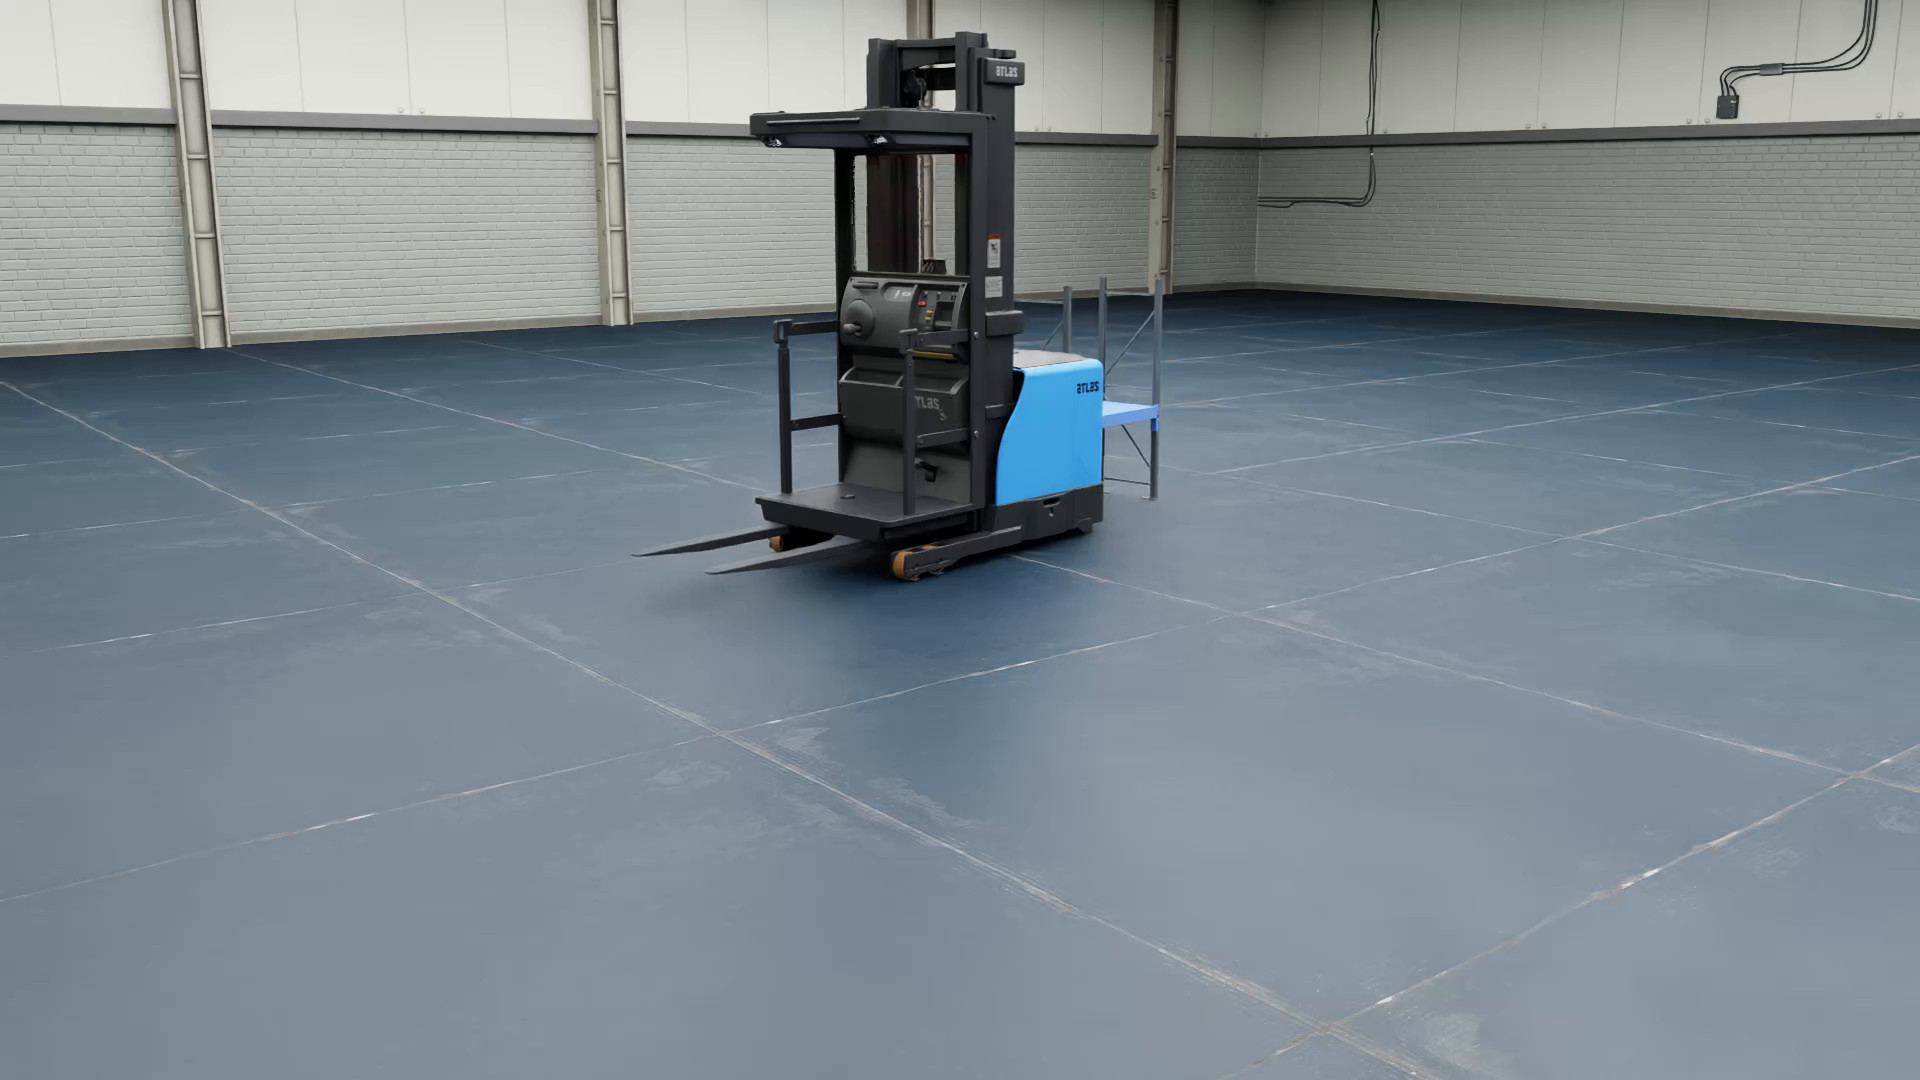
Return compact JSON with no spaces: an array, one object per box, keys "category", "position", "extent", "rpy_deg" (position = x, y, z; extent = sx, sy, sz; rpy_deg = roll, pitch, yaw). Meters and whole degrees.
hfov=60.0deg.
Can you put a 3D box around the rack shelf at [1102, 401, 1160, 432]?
[{"category":"rack shelf","position":[0.828,-0.786,11.084],"extent":[0.538,0.185,1.000],"rpy_deg":[10,16,40]}]

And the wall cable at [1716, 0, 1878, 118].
[{"category":"wall cable","position":[13.056,-9.624,25.598],"extent":[0.169,6.003,2.305],"rpy_deg":[-9,15,-38]}]

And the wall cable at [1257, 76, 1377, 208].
[{"category":"wall cable","position":[7.138,-7.983,33.535],"extent":[0.112,2.526,3.097],"rpy_deg":[-9,15,-38]}]

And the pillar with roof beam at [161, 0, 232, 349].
[{"category":"pillar with roof beam","position":[-7.354,-6.300,18.134],"extent":[0.400,9.000,9.100],"rpy_deg":[-9,15,-38]}]

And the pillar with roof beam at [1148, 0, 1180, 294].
[{"category":"pillar with roof beam","position":[6.701,-8.636,29.134],"extent":[0.400,9.000,9.100],"rpy_deg":[-9,15,-38]}]

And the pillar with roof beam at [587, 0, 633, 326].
[{"category":"pillar with roof beam","position":[-2.669,-7.079,21.801],"extent":[0.400,9.000,9.100],"rpy_deg":[-9,15,-38]}]

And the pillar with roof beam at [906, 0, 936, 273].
[{"category":"pillar with roof beam","position":[2.016,-7.857,25.467],"extent":[0.400,9.000,9.100],"rpy_deg":[-9,15,-38]}]

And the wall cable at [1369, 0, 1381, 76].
[{"category":"wall cable","position":[8.828,-10.015,30.944],"extent":[0.112,2.526,3.097],"rpy_deg":[-9,15,-38]}]

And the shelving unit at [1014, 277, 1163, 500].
[{"category":"shelving unit","position":[0.828,-0.962,11.047],"extent":[0.538,1.500,1.048],"rpy_deg":[10,16,40]}]

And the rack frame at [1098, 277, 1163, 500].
[{"category":"rack frame","position":[1.158,-1.042,11.424],"extent":[0.500,1.500,0.032],"rpy_deg":[10,16,40]}]

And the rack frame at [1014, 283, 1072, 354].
[{"category":"rack frame","position":[0.497,-0.881,10.669],"extent":[0.500,1.500,0.032],"rpy_deg":[10,16,40]}]

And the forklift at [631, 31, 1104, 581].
[{"category":"forklift","position":[-0.467,-1.329,9.333],"extent":[1.130,2.935,3.031],"rpy_deg":[11,16,41]}]
